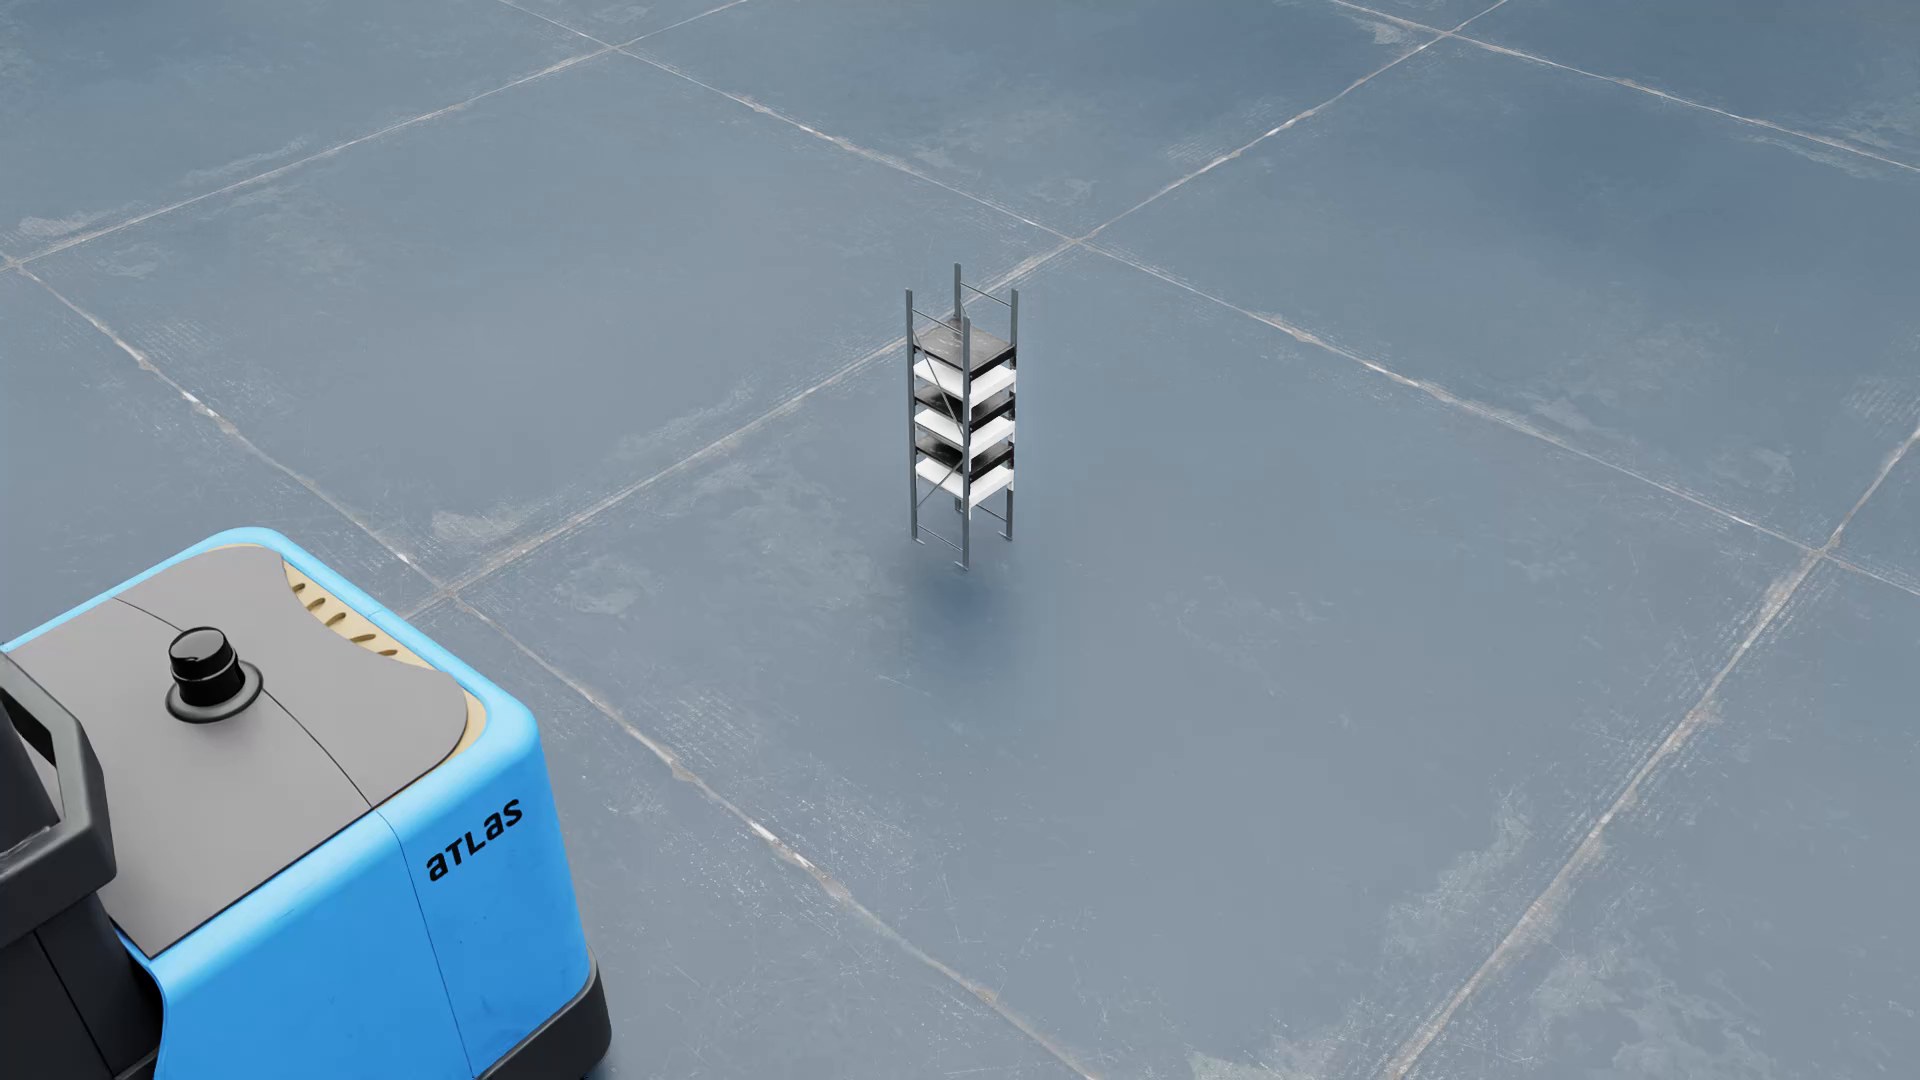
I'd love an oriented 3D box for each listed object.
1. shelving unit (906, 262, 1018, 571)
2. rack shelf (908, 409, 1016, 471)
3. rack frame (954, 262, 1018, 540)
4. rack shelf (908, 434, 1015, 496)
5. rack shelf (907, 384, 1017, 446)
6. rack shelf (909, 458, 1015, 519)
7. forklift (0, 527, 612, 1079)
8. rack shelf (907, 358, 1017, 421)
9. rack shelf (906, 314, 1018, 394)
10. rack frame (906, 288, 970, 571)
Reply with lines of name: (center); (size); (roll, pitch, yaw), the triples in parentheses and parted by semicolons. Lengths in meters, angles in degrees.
shelving unit: (0.005, -0.356, 4.975); (0.258, 0.900, 0.210); (30, 47, 32)
rack shelf: (0.005, -0.330, 4.995); (0.258, 0.077, 0.200); (30, 47, 32)
rack frame: (0.074, -0.403, 5.033); (0.240, 0.900, 0.006); (30, 47, 32)
rack shelf: (0.005, -0.259, 5.051); (0.258, 0.077, 0.200); (30, 47, 32)
rack shelf: (0.005, -0.400, 4.939); (0.258, 0.077, 0.200); (30, 47, 32)
rack shelf: (0.005, -0.189, 5.107); (0.258, 0.077, 0.200); (30, 47, 32)
forklift: (-2.110, 0.536, 2.221); (1.130, 2.935, 3.031); (27, 46, 30)
rack shelf: (0.005, -0.471, 4.883); (0.258, 0.077, 0.200); (30, 47, 32)
rack shelf: (0.005, -0.541, 4.827); (0.258, 0.077, 0.200); (30, 47, 32)
rack frame: (-0.063, -0.309, 4.916); (0.240, 0.900, 0.006); (30, 47, 32)
